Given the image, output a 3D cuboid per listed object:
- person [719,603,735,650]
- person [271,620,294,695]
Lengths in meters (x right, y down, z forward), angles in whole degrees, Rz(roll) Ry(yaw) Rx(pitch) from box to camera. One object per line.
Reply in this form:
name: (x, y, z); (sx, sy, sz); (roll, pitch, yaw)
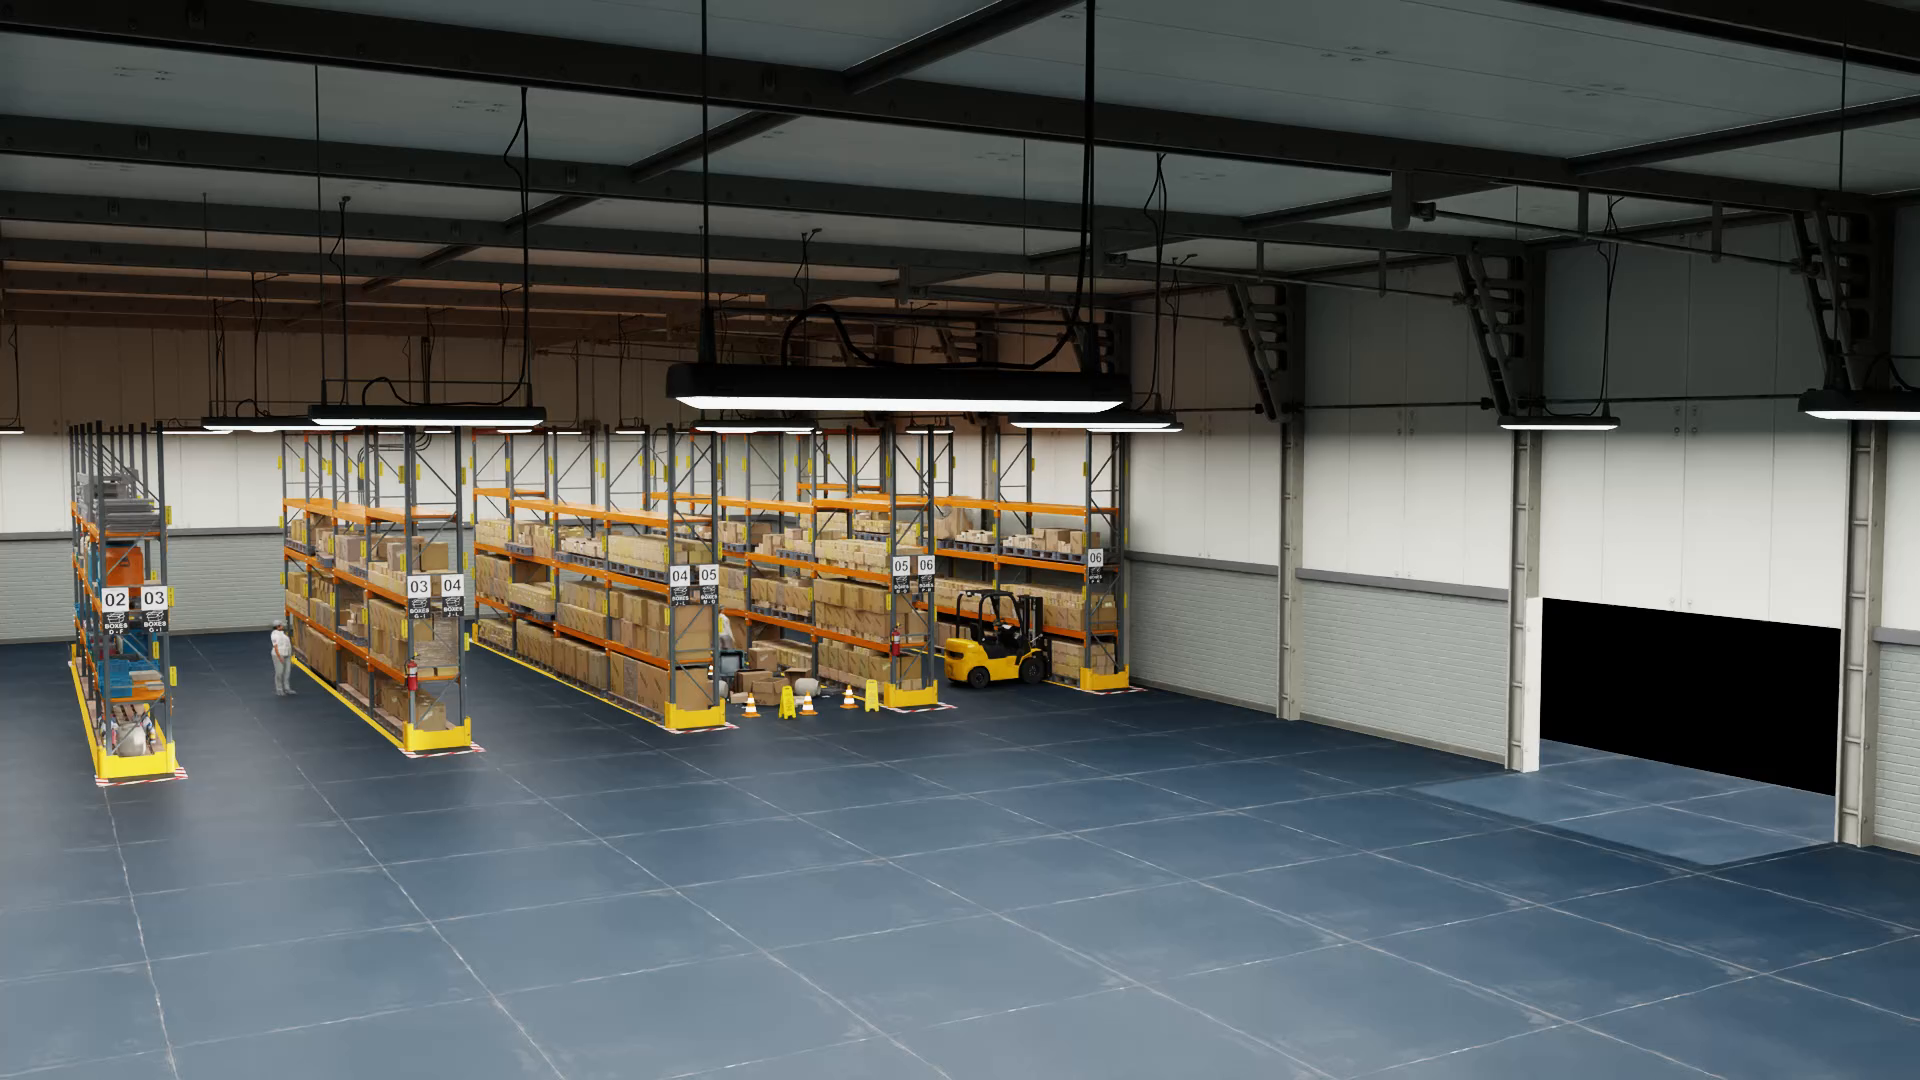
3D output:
person: (-5.744, 2.383, 40.584); (0.583, 1.675, 0.429); (1, 4, 23)
person: (-15.129, 2.623, 37.162); (0.451, 1.694, 0.533); (1, 4, 11)
